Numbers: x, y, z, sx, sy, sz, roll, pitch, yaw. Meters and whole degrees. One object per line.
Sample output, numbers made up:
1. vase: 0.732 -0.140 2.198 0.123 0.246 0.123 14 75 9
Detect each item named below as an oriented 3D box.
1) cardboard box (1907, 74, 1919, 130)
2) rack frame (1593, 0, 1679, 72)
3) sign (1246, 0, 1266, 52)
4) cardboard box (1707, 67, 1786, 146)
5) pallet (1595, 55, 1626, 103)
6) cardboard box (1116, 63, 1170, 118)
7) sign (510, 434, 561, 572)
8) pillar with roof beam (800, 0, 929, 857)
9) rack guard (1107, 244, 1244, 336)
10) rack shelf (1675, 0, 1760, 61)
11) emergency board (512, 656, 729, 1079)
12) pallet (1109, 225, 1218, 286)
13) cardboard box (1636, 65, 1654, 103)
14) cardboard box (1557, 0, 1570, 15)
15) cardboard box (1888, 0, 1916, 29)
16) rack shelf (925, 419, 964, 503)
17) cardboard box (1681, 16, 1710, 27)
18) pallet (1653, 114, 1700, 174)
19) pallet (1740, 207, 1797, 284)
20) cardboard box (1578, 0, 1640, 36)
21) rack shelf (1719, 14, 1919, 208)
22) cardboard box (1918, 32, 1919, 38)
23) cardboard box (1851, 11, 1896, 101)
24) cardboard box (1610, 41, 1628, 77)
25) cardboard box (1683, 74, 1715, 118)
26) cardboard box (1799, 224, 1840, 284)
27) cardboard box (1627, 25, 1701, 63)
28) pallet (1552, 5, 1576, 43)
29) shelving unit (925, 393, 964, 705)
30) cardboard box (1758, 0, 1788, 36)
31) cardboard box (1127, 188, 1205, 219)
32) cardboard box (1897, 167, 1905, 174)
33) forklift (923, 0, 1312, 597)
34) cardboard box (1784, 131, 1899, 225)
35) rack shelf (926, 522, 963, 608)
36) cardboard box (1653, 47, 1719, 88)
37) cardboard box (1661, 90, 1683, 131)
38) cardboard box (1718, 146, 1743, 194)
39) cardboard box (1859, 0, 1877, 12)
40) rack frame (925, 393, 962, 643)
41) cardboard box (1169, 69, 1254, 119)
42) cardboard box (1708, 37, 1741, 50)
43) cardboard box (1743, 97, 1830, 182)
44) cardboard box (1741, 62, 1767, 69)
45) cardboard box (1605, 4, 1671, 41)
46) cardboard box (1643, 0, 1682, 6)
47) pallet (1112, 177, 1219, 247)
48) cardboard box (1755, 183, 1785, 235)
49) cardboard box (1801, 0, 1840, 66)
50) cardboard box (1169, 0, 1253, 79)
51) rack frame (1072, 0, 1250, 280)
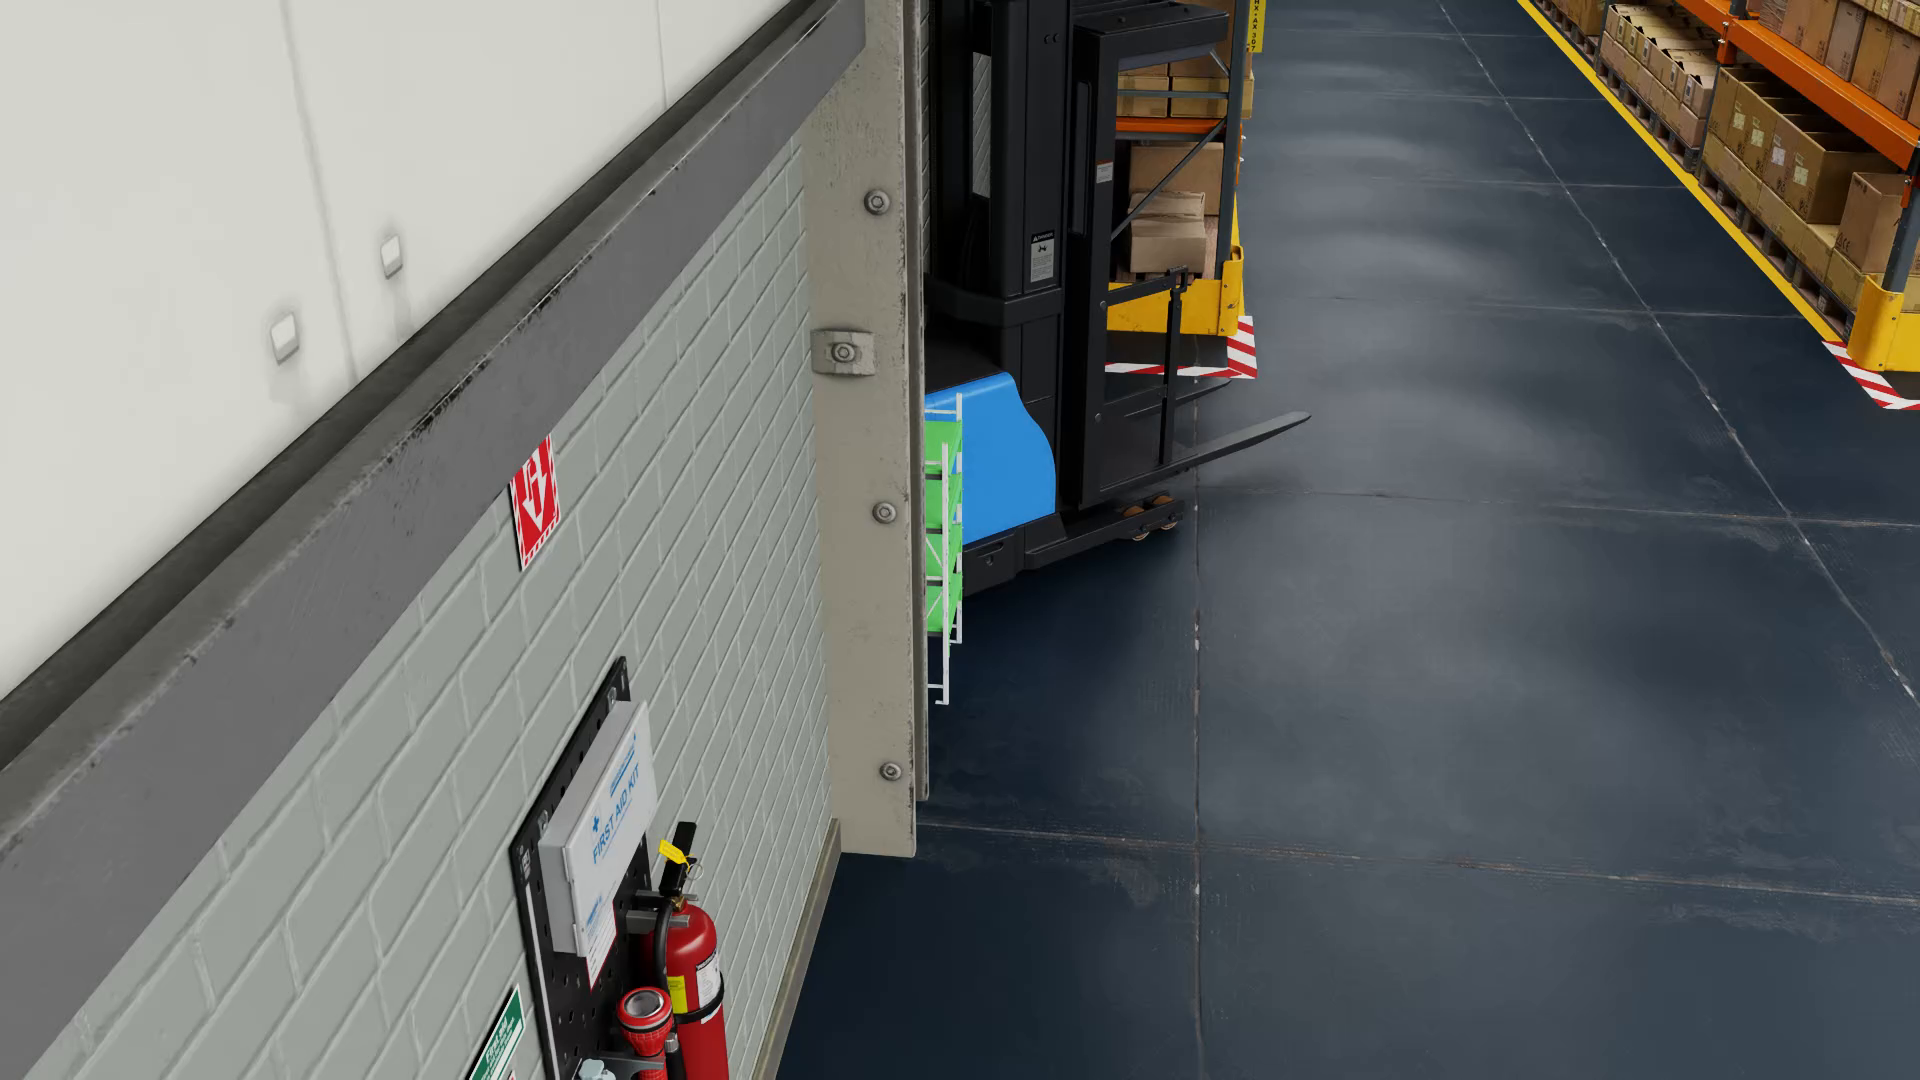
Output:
1. cardboard box: 6.197 -2.681 9.959 0.700 0.500 0.500 3 28 6
2. rack frame: 7.108 -6.184 16.566 1.000 3.000 0.127 3 28 6
3. sign: 1.749 -3.054 9.844 0.100 0.325 0.005 3 28 6
4. cardboard box: 6.250 -3.406 13.075 0.500 0.500 0.500 3 28 6
5. pallet: 6.968 -4.571 16.513 1.003 0.211 1.213 3 28 6
6. cardboard box: 1.076 -2.879 10.568 0.500 0.250 0.500 4 29 7
7. sign: -0.738 -0.121 2.869 0.001 0.298 0.199 3 28 6
8. pillar with roof beam: 3.975 -2.651 3.683 9.100 9.000 0.400 3 28 6
9. rack guard: 1.220 -1.640 10.767 1.175 0.500 0.348 3 28 6
10. rack shelf: 6.863 -4.926 14.989 1.077 0.370 4.000 3 28 6
11. emergency board: -0.638 0.901 3.415 0.194 1.169 0.643 3 28 6
12. pallet: 1.355 -1.893 11.541 1.003 0.211 1.213 3 28 6
13. cardboard box: 6.570 -4.206 15.351 0.500 0.250 0.500 4 29 7
14. cardboard box: 7.111 -6.222 18.809 0.500 0.500 0.500 2 28 4
15. cardboard box: 6.080 -3.301 10.425 0.380 0.149 0.250 4 29 7
16. rack shelf: -0.140 -0.330 6.720 0.258 0.148 0.480 3 28 6
17. cardboard box: 7.231 -4.899 16.047 0.500 0.311 0.500 3 28 5
18. pallet: 6.669 -3.423 14.381 1.003 0.211 1.213 3 28 6
19. pallet: 6.332 -2.126 11.973 1.003 0.211 1.213 3 28 6
20. cardboard box: 6.989 -5.731 17.897 0.500 0.500 0.500 4 29 8
21. rack shelf: 6.373 -3.043 11.494 1.077 0.370 4.000 3 28 6
22. cardboard box: 6.016 -3.062 9.982 0.380 0.149 0.250 4 29 7
23. cardboard box: 6.324 -3.162 10.852 0.700 0.500 0.500 4 29 7
24. cardboard box: 6.691 -4.692 16.254 0.500 0.250 0.500 3 28 5
25. cardboard box: 6.383 -3.730 13.876 0.500 0.311 0.500 3 28 6
26. cardboard box: 5.949 -1.898 11.067 0.500 0.250 0.500 3 28 6
27. cardboard box: 6.631 -4.688 15.655 0.500 0.311 0.500 3 28 5
28. pallet: 7.389 -5.878 18.939 1.003 0.211 1.213 3 28 6
29. shelving unit: -0.140 0.037 6.917 0.258 1.200 0.503 3 28 6
30. cardboard box: 6.569 -4.136 12.659 0.700 0.500 0.500 3 28 5
31. cardboard box: 1.455 -2.303 11.734 0.500 0.311 0.500 6 29 10
32. cardboard box: 6.522 -2.434 11.271 0.500 0.500 0.500 3 28 6
33. forklift: 0.503 -1.469 7.887 3.031 2.935 1.130 -20 34 -32
34. cardboard box: 6.006 -2.464 11.327 0.500 0.500 0.500 3 28 6
35. rack shelf: -0.140 0.093 6.947 0.258 0.148 0.480 3 28 6
36. cardboard box: 6.504 -4.210 14.767 0.500 0.311 0.500 3 28 6
37. cardboard box: 6.444 -3.726 14.459 0.500 0.250 0.500 3 28 5
38. cardboard box: 6.194 -2.840 12.815 0.500 0.250 0.500 3 28 6
39. cardboard box: 6.142 -3.548 10.885 0.380 0.149 0.250 4 29 8
40. rack frame: -0.113 -0.078 7.130 0.240 1.200 0.015 3 28 6
41. cardboard box: 1.586 -2.859 10.530 0.500 0.250 0.500 3 28 5
42. cardboard box: 7.103 -4.426 15.168 0.500 0.311 0.500 4 29 8
43. cardboard box: 6.128 -2.935 12.201 0.500 0.500 0.500 3 28 6
44. cardboard box: 6.982 -3.938 14.262 0.500 0.311 0.500 3 28 6
45. cardboard box: 6.752 -5.176 16.560 0.500 0.311 0.500 4 29 8
46. cardboard box: 7.447 -5.475 17.422 0.500 0.500 0.500 5 29 8
47. pallet: 1.507 -2.466 12.604 1.003 0.211 1.213 3 28 6
48. cardboard box: 6.072 -2.369 11.941 0.500 0.250 0.500 3 28 6
49. cardboard box: 6.446 -3.651 11.760 0.700 0.500 0.500 4 29 7
50. cardboard box: 1.567 -3.185 10.345 0.500 0.500 0.500 3 28 6
51. rack frame: 1.211 -2.705 10.107 1.000 3.000 0.127 3 28 6
